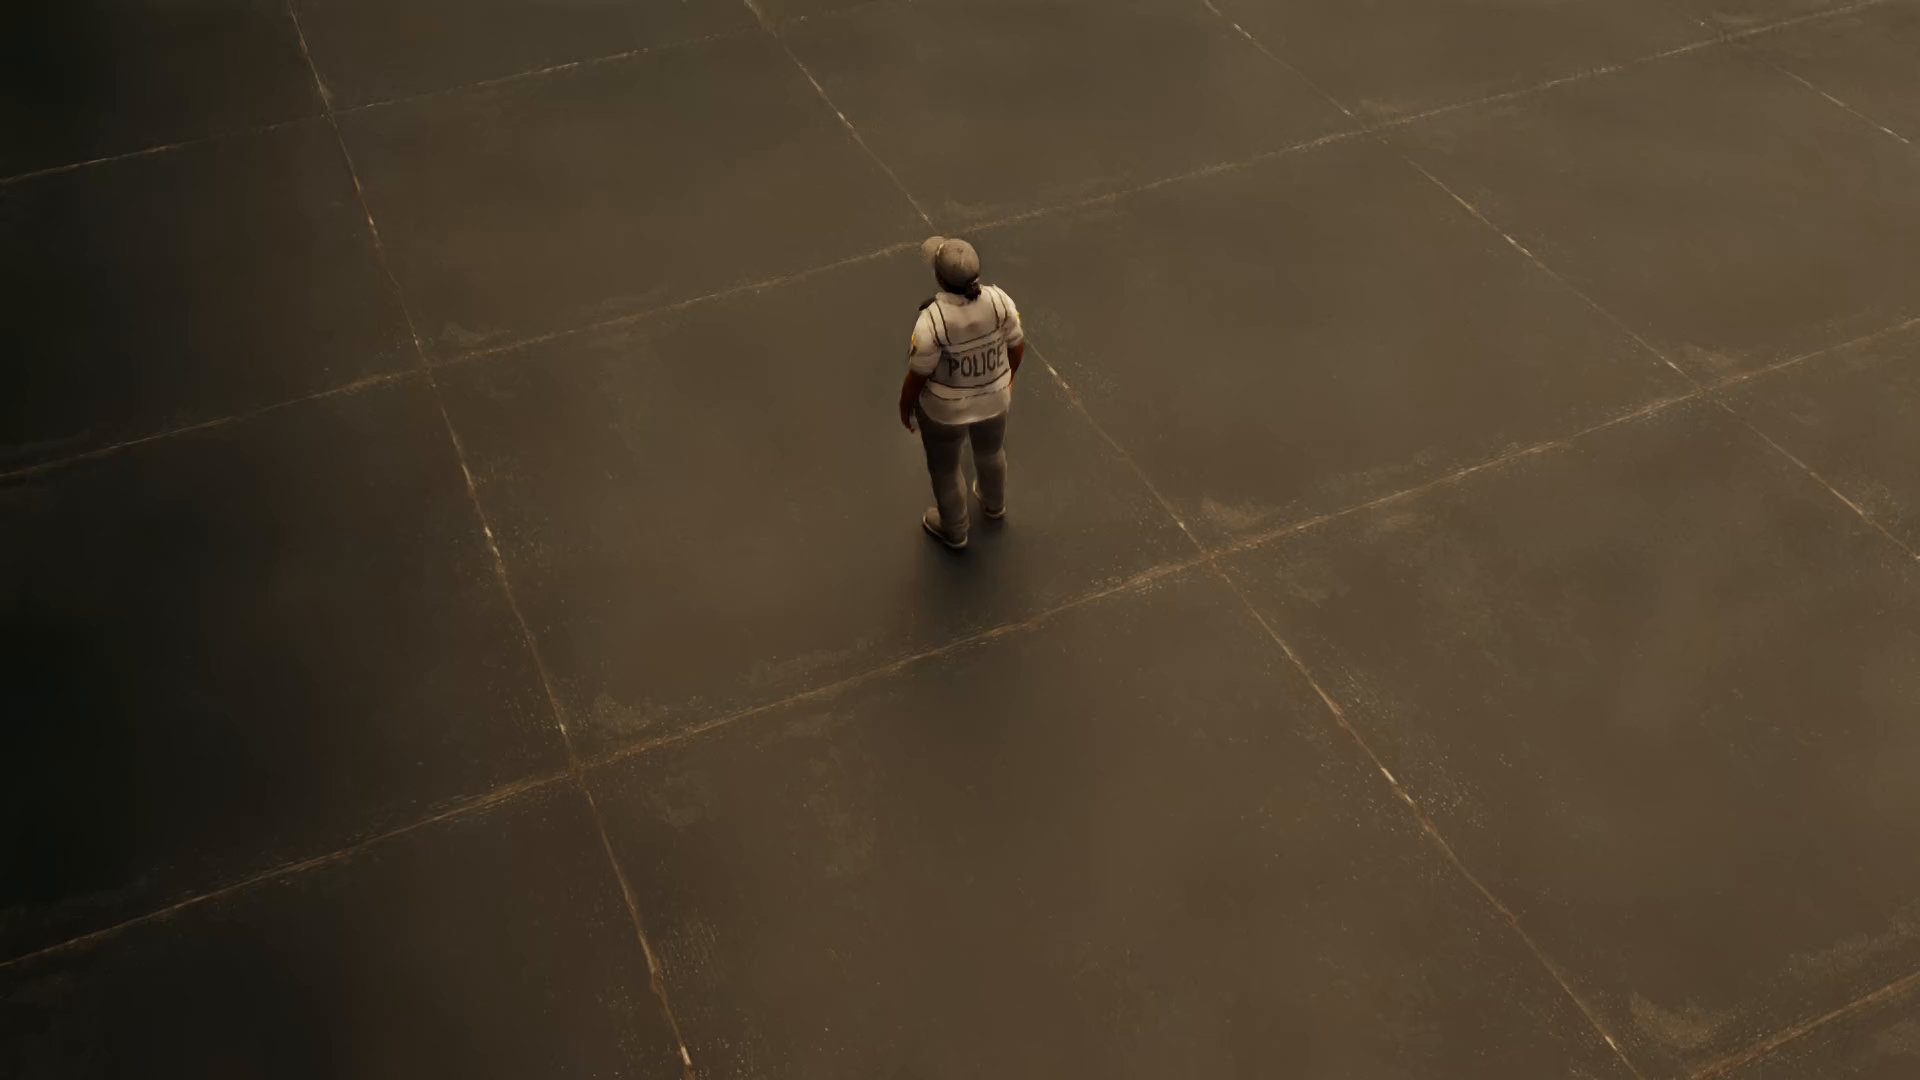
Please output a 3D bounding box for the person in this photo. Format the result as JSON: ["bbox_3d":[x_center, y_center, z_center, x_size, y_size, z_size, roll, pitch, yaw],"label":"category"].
[{"bbox_3d":[-0.012,-0.669,7.312,0.598,1.669,0.529,-18,46,-18],"label":"person"}]
